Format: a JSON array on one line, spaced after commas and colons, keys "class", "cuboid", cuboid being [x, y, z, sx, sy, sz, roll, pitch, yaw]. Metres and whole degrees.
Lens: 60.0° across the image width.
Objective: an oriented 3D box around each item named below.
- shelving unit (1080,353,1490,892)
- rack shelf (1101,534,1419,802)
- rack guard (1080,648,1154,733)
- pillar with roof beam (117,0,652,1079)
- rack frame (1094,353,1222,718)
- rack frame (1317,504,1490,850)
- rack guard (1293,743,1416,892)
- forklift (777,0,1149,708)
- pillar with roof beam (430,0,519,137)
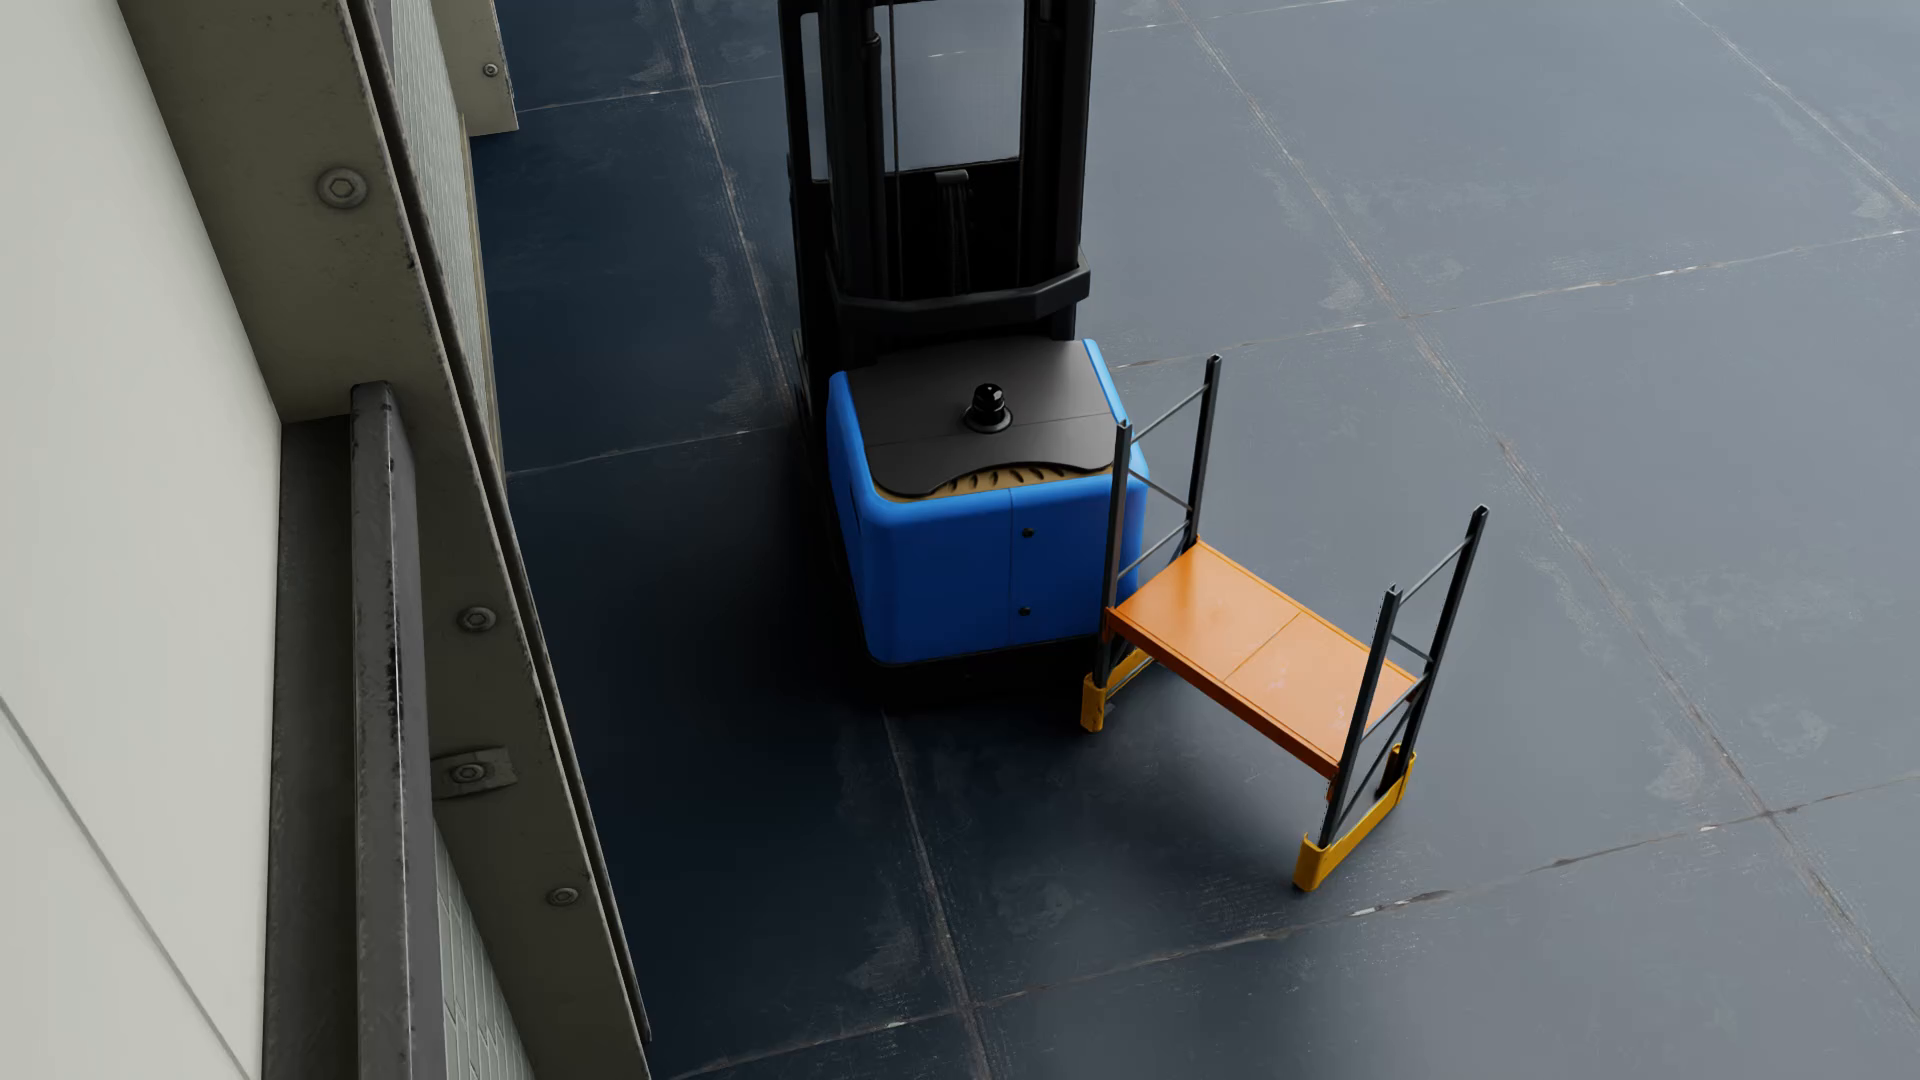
[{"class": "shelving unit", "cuboid": [1.038, 0.290, 5.666, 1.083, 1.500, 0.587, 35, 55, 29]}, {"class": "rack shelf", "cuboid": [1.044, 0.421, 5.790, 1.000, 0.185, 0.538, 35, 55, 29]}, {"class": "rack guard", "cuboid": [0.683, 0.478, 6.357, 0.087, 0.250, 0.587, 35, 55, 29]}, {"class": "pillar with roof beam", "cuboid": [3.048, -2.180, 2.836, 9.100, 9.000, 0.400, -11, 47, -10]}, {"class": "rack frame", "cuboid": [0.682, 0.040, 5.911, 0.032, 1.500, 0.500, 35, 55, 29]}, {"class": "rack frame", "cuboid": [1.407, 0.549, 5.412, 0.032, 1.500, 0.500, 35, 55, 29]}, {"class": "rack guard", "cuboid": [1.393, 0.977, 5.868, 0.087, 0.250, 0.587, 35, 55, 29]}, {"class": "forklift", "cuboid": [-0.126, -1.463, 6.382, 1.130, 2.935, 3.031, -8, 46, -8]}, {"class": "pillar with roof beam", "cuboid": [1.512, -6.322, 6.896, 9.100, 9.000, 0.400, -11, 47, -10]}]
